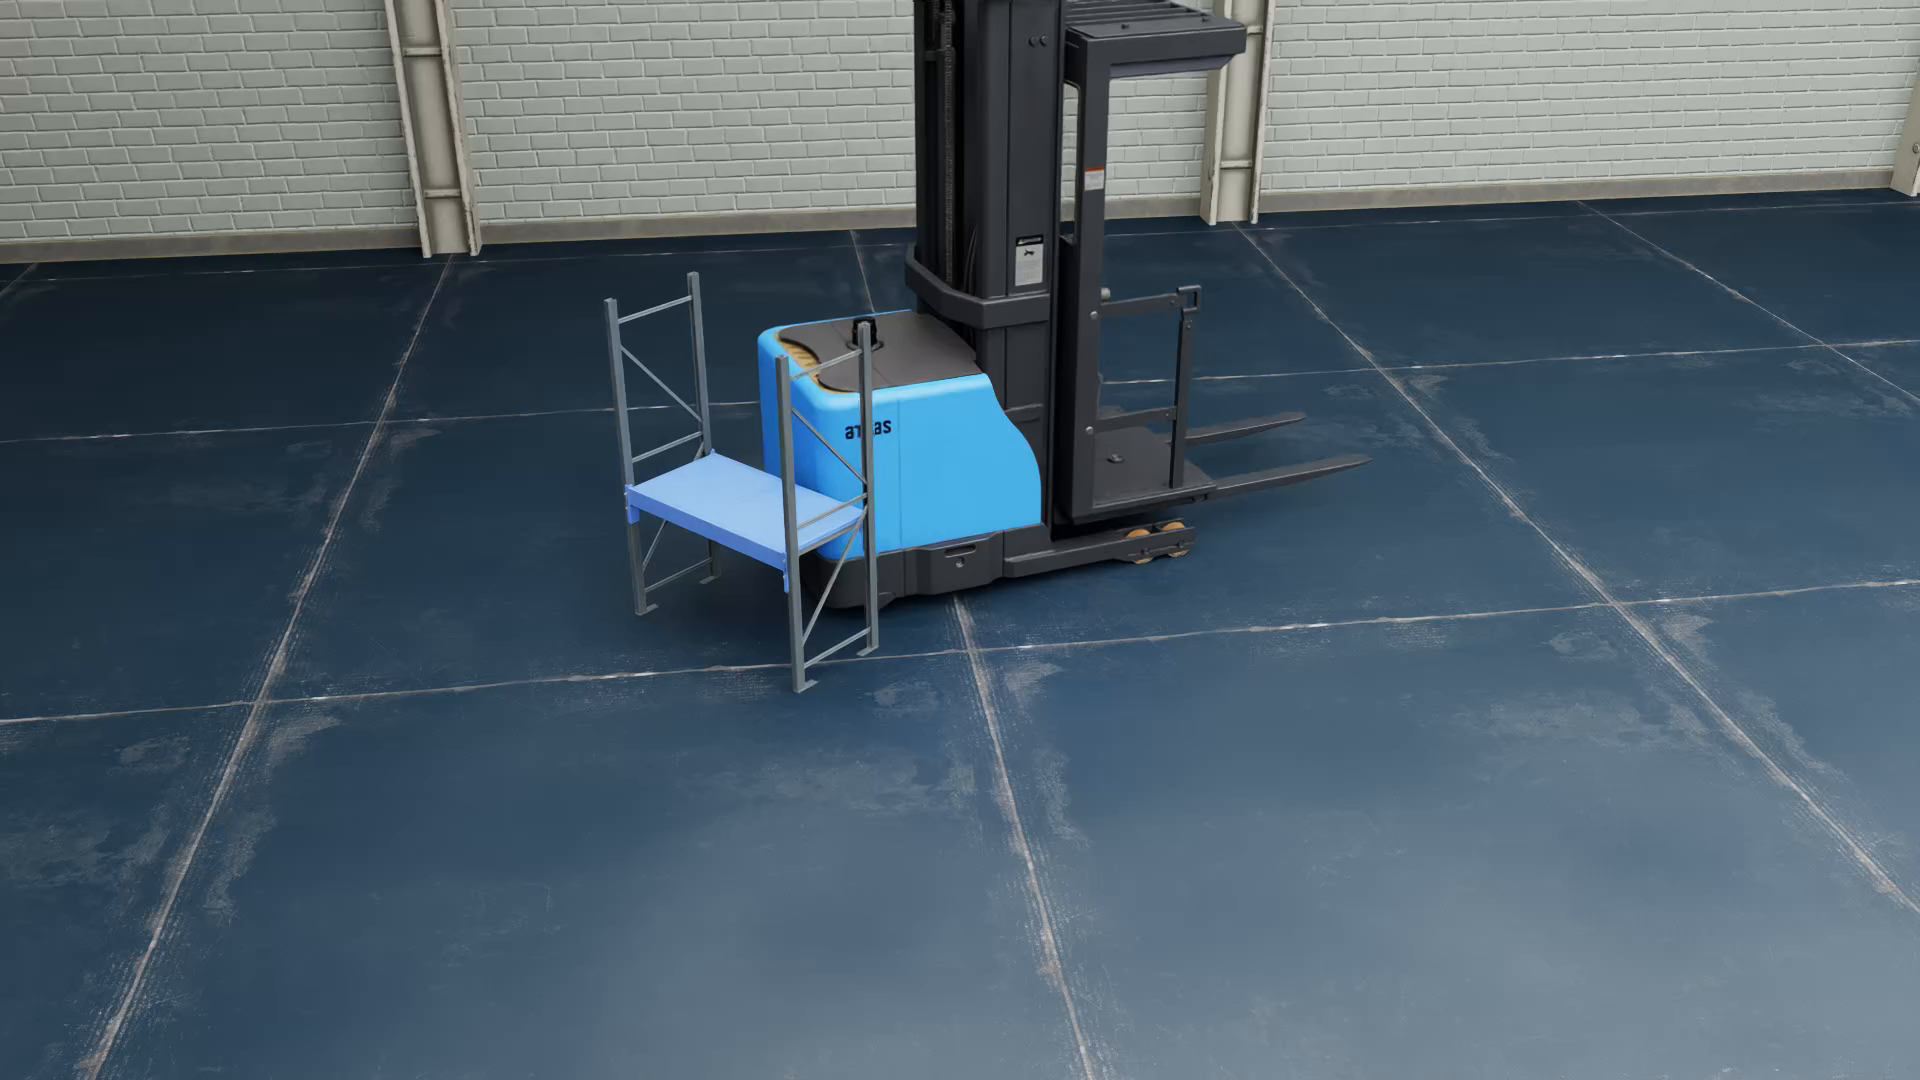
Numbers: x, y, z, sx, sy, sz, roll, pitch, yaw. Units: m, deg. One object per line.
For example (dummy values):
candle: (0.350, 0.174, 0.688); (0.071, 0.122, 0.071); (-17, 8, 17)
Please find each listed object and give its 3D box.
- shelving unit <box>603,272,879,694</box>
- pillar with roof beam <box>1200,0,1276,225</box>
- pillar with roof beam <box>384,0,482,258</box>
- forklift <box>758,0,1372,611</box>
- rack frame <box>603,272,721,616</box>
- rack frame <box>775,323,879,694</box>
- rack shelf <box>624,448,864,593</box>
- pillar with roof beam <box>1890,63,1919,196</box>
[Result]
shelving unit: (-0.920, -0.261, 7.116); (1.048, 1.500, 0.538); (21, 34, 35)
pillar with roof beam: (2.733, -4.616, 7.390); (0.400, 9.000, 9.100); (-4, 27, -7)
pillar with roof beam: (-3.209, -4.235, 6.646); (0.400, 9.000, 9.100); (-4, 27, -7)
forklift: (0.600, -1.400, 7.767); (3.031, 2.935, 1.130); (-11, 29, -20)
rack frame: (-1.308, -0.411, 7.408); (0.032, 1.500, 0.500); (21, 34, 35)
rack frame: (-0.531, -0.111, 6.824); (0.032, 1.500, 0.500); (21, 34, 35)
rack shelf: (-0.920, -0.101, 7.198); (1.000, 0.185, 0.538); (21, 34, 35)
pillar with roof beam: (8.674, -4.998, 8.133); (0.400, 9.000, 9.100); (-4, 27, -7)
